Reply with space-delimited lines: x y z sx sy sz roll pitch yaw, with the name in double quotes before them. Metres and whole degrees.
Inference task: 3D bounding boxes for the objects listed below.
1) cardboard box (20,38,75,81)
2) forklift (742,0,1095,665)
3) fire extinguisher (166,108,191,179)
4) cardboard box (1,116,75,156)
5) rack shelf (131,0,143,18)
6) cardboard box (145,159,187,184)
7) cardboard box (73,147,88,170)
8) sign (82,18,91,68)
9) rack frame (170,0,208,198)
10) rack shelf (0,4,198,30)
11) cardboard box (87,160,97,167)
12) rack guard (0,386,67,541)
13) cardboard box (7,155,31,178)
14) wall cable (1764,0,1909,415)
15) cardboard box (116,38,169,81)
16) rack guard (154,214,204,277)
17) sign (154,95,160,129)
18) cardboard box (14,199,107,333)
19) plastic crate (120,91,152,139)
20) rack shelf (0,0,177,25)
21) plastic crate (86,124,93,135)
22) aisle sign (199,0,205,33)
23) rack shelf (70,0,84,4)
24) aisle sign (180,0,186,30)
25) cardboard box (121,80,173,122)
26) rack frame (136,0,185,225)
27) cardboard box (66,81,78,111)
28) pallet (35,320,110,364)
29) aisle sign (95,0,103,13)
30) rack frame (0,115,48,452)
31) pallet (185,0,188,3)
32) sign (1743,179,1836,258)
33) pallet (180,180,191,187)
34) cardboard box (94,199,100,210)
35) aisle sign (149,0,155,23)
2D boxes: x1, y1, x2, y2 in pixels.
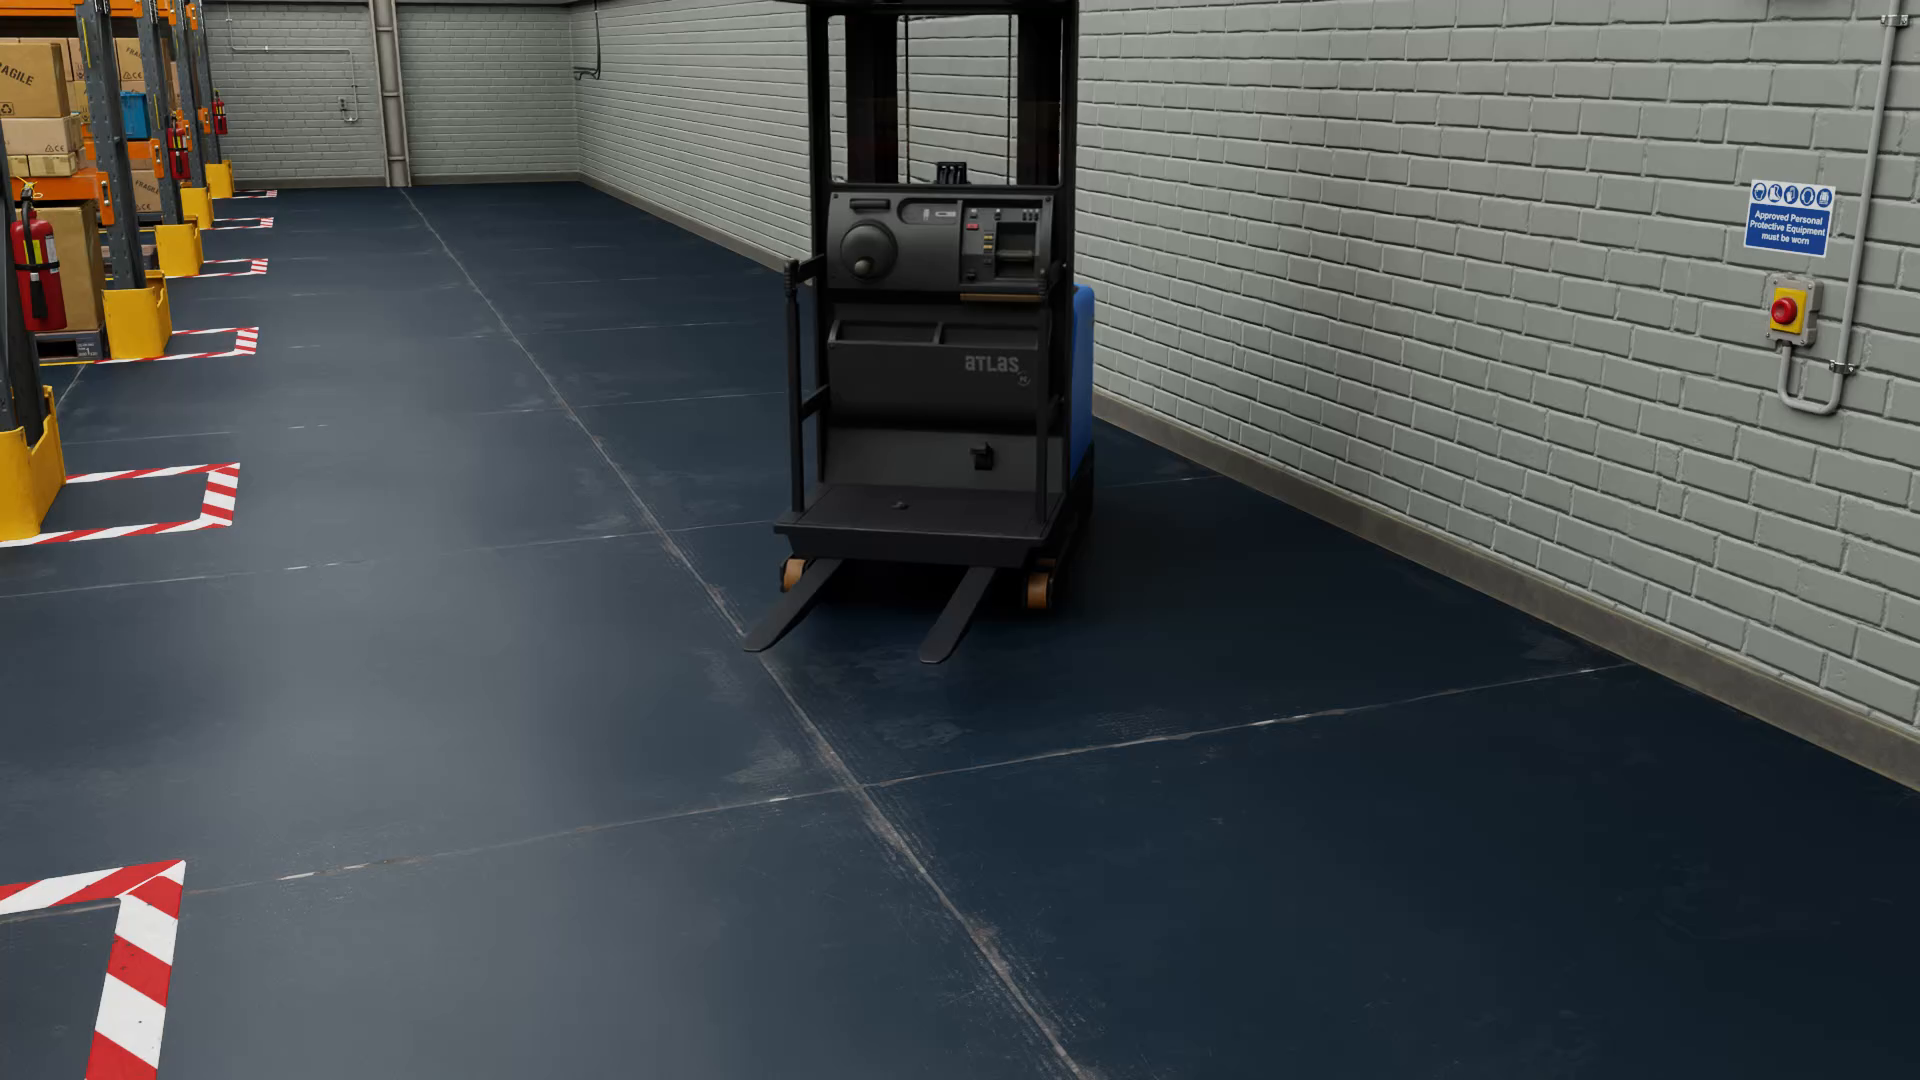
"cardboard box" -11.027 -5.820 20.141 0.500 0.500 0.500 -6 17 -19
"forklift" -0.120 -1.227 6.574 1.130 2.935 3.031 3 17 10
"fire extinguisher" -7.683 -3.890 16.320 0.183 0.674 0.296 -6 17 -20
"cardboard box" -6.572 -2.859 11.749 0.500 0.250 0.500 -6 18 -21
"rack shelf" -9.854 -5.103 15.604 4.000 0.370 1.077 -6 17 -20
"cardboard box" -12.150 -5.722 25.451 0.500 0.500 0.700 -6 17 -20
"cardboard box" -6.664 -2.838 12.383 0.250 0.149 0.380 -6 17 -19
"sign" -6.033 -3.432 11.487 0.005 0.325 0.100 -6 17 -20
"rack frame" -9.756 -5.514 21.051 0.127 3.000 1.000 -6 17 -20
"rack shelf" -13.399 -7.709 24.480 4.000 0.370 1.077 -6 17 -20
"cardboard box" -13.086 -5.621 25.106 0.500 0.500 0.700 -7 18 -22
"rack guard" -4.605 -0.385 8.022 0.348 0.500 1.175 -6 17 -20
"cardboard box" -6.671 -2.637 11.702 0.250 0.149 0.380 -6 17 -20
"wall cable" 2.589 -1.377 5.105 0.123 1.953 0.585 -6 17 -20
"cardboard box" -10.073 -5.924 20.497 0.500 0.500 0.500 -6 18 -21
"rack guard" -7.969 -3.017 16.984 0.348 0.500 1.175 -6 17 -20
"sign" -7.775 -4.145 16.102 0.005 0.325 0.100 -6 17 -20
"cardboard box" -6.783 -2.004 12.123 0.875 0.875 0.875 -6 17 -20
"plastic crate" -8.233 -4.173 16.316 0.499 0.435 0.616 -6 17 -20
"rack shelf" -11.623 -6.406 20.043 4.000 0.370 1.077 -6 17 -20
"plastic crate" -8.664 -4.164 16.815 0.298 0.136 0.250 -6 17 -20
"aisle sign" -11.357 -7.993 24.878 0.004 0.787 0.394 -6 17 -20
"rack shelf" -8.082 -3.800 11.166 4.000 0.370 1.077 -6 17 -20
"aisle sign" -9.582 -6.688 20.434 0.004 0.787 0.394 -6 17 -20
"cardboard box" -10.077 -5.445 20.640 0.500 0.500 0.500 -6 17 -18
"rack frame" -7.987 -4.210 16.612 0.127 3.000 1.000 -6 17 -20
"cardboard box" -11.028 -5.343 20.292 0.500 0.500 0.500 -6 17 -20
"pallet" -6.933 -1.468 12.223 1.213 0.211 1.003 -6 17 -20
"aisle sign" -6.040 -4.083 11.564 0.004 0.787 0.394 -6 17 -20
"rack frame" -4.534 -1.592 7.696 0.127 3.000 1.000 -6 17 -20
"pallet" -12.221 -8.136 24.814 1.213 0.211 1.003 -6 17 -20
"sign" 2.628 -1.023 5.278 0.001 0.218 0.327 -6 17 -20
"pallet" -12.250 -5.378 25.537 1.213 0.211 1.003 -6 17 -20
"cardboard box" -10.832 -4.375 21.272 0.500 0.250 0.500 -6 17 -20
"aisle sign" -7.815 -5.388 16.008 0.004 0.787 0.394 -6 17 -20
